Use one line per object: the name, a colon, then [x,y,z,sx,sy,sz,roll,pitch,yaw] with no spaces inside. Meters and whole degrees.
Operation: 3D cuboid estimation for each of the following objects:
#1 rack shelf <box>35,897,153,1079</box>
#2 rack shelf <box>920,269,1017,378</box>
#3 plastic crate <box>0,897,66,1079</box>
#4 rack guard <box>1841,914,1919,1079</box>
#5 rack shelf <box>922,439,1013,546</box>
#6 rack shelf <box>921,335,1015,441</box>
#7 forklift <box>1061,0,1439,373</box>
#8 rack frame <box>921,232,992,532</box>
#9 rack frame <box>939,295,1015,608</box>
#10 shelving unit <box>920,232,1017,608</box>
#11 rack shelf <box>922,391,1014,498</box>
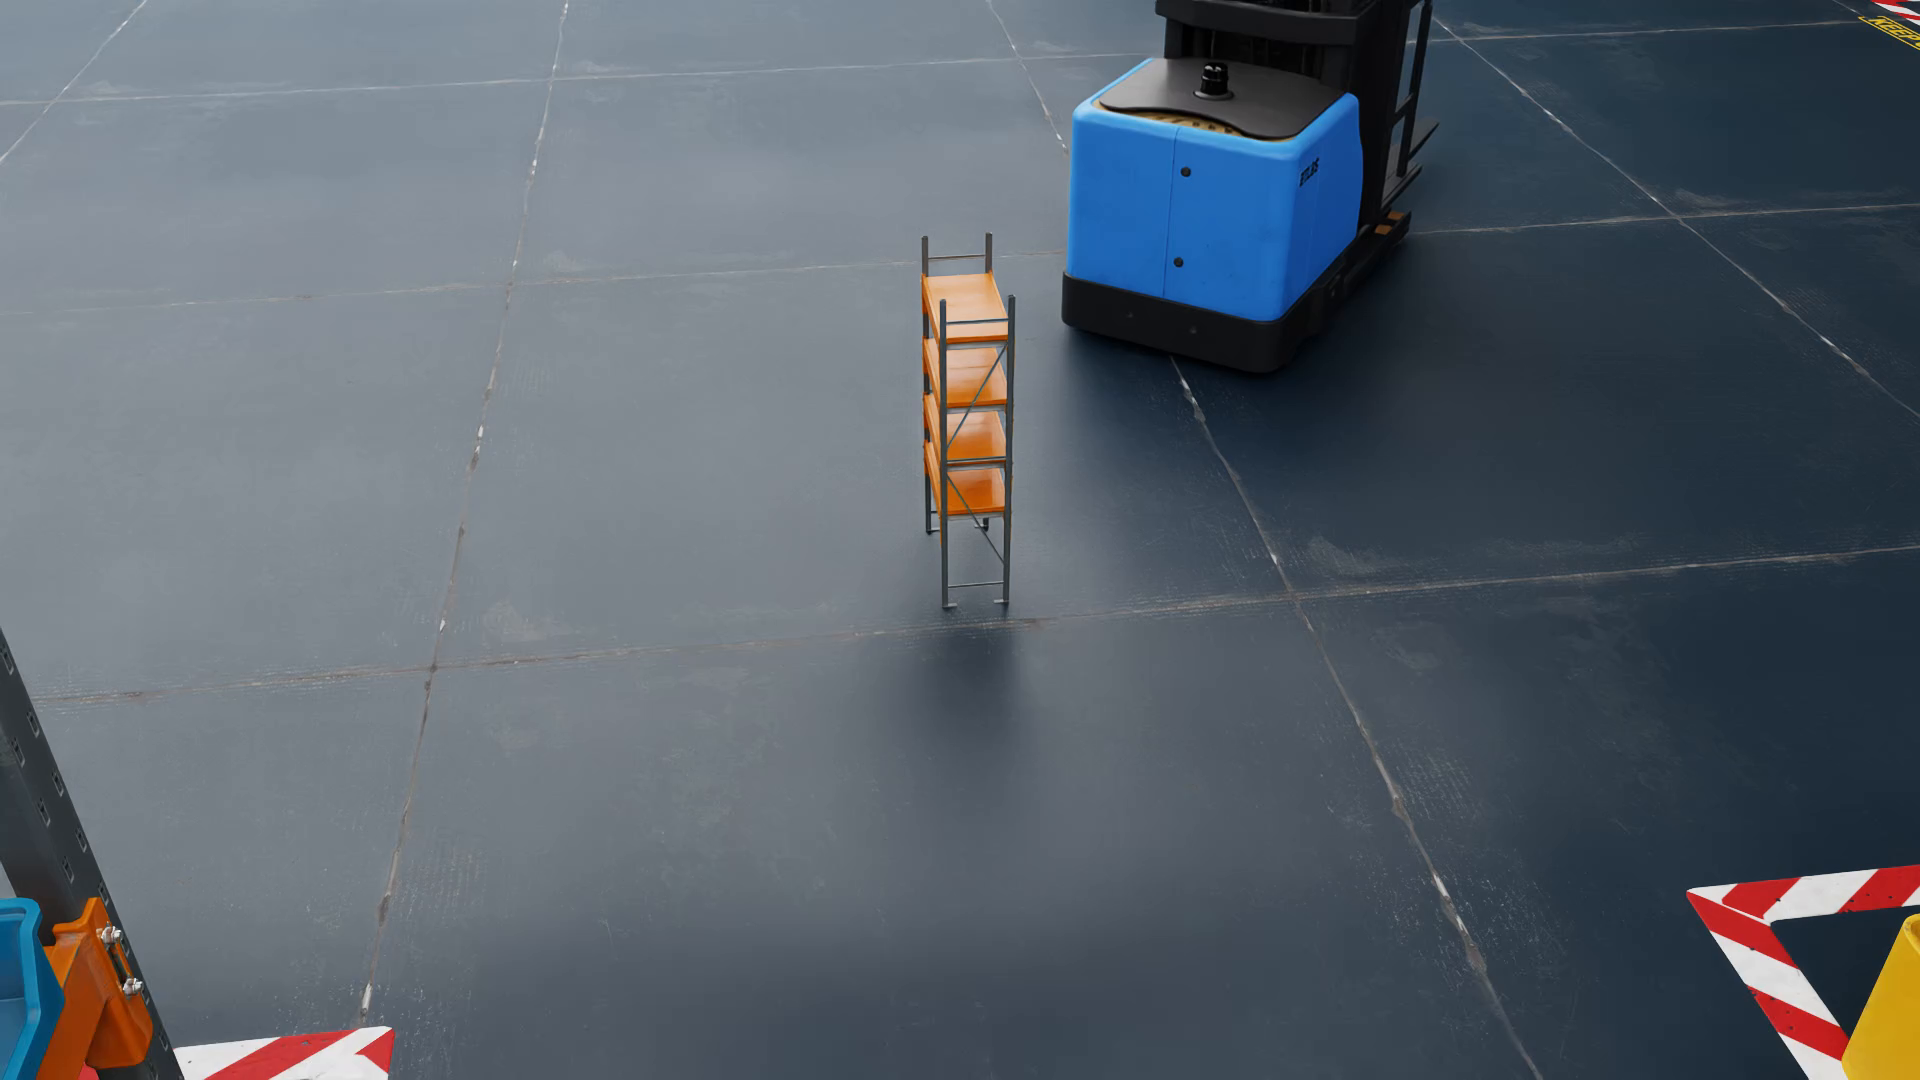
rack shelf: [-1.780,1.938,1.382,1.077,0.370,4.000,-4,35,-6]
rack shelf: [0.022,-0.728,5.555,0.258,0.148,0.480,-4,35,-6]
plastic crate: [-1.685,0.842,2.482,0.499,0.251,0.616,-4,35,-6]
rack guard: [2.857,1.171,4.088,1.175,0.500,0.348,-4,35,-6]
rack shelf: [0.022,-0.184,5.926,0.258,0.148,0.480,-4,35,-6]
rack shelf: [0.022,-0.533,5.688,0.258,0.148,0.480,-4,35,-6]
forklift: [1.634,-2.737,7.663,1.130,2.935,3.031,18,38,24]
rack frame: [-0.011,-0.540,5.976,0.240,1.200,0.015,-4,35,-6]
rack frame: [0.055,-0.267,5.577,0.240,1.200,0.015,-4,35,-6]
shelving unit: [0.022,-0.403,5.777,0.258,1.200,0.503,-4,35,-6]
rack shelf: [0.022,-0.348,5.814,0.258,0.148,0.480,-4,35,-6]
